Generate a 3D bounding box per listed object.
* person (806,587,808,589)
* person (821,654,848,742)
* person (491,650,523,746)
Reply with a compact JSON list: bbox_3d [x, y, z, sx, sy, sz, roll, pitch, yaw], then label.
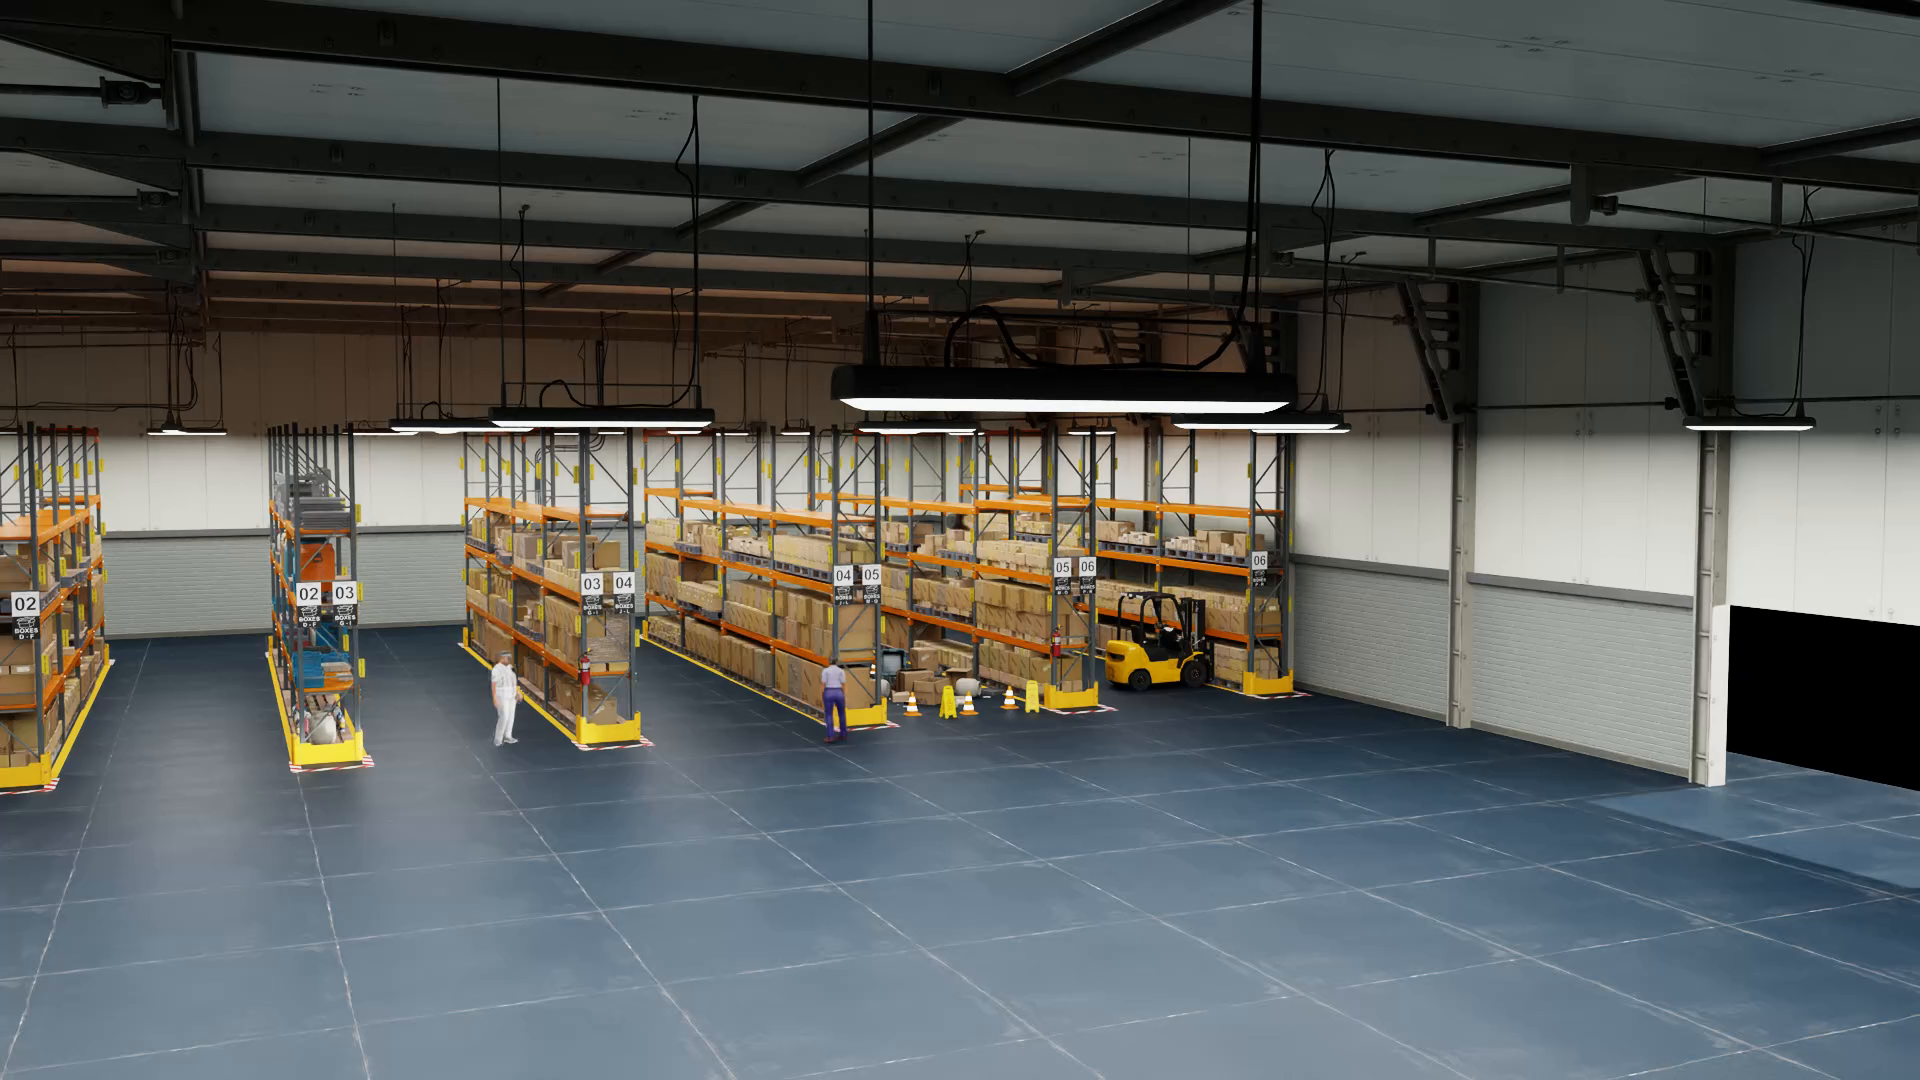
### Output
[{"bbox_3d":[-4.558,1.742,51.229,0.526,1.667,0.745,1,4,17],"label":"person"},{"bbox_3d":[-2.379,2.977,31.458,0.512,1.660,0.511,-1,4,-10],"label":"person"},{"bbox_3d":[-8.537,2.988,31.221,0.421,1.826,0.605,1,4,20],"label":"person"}]
